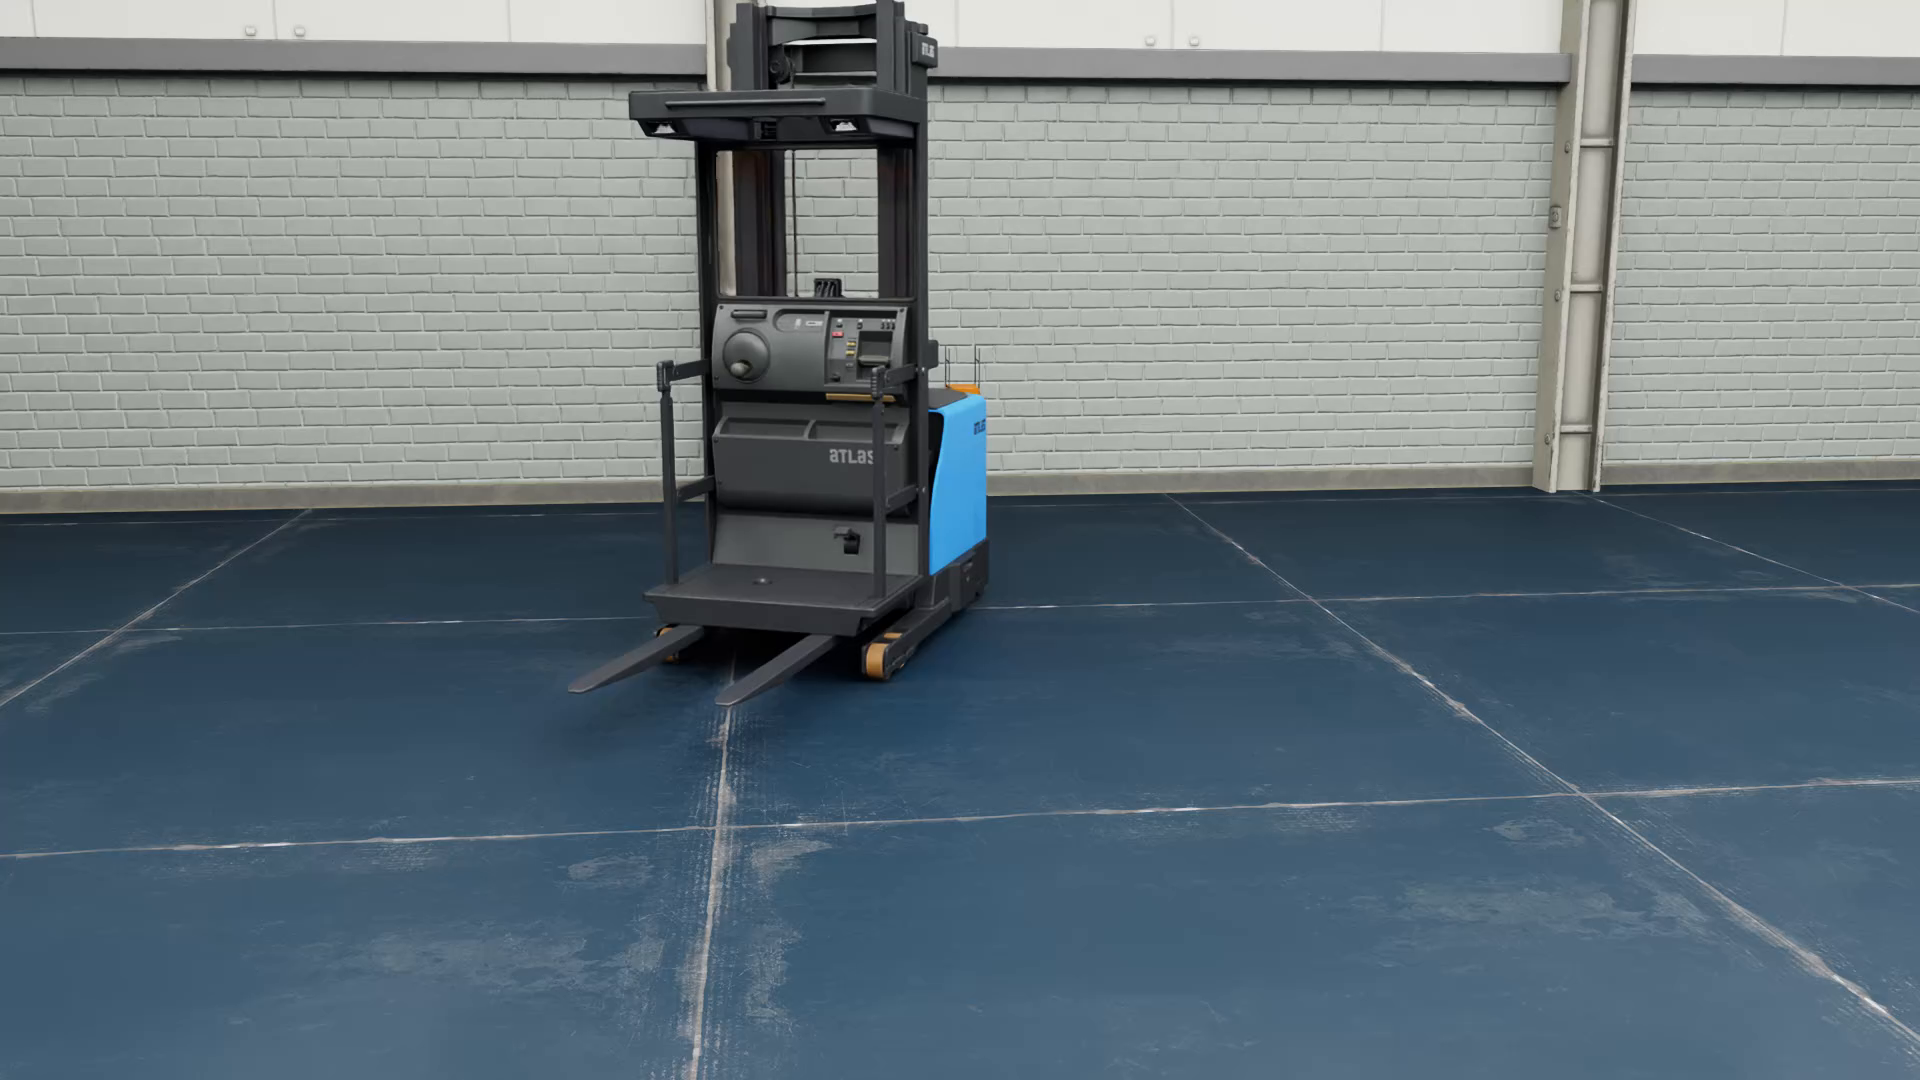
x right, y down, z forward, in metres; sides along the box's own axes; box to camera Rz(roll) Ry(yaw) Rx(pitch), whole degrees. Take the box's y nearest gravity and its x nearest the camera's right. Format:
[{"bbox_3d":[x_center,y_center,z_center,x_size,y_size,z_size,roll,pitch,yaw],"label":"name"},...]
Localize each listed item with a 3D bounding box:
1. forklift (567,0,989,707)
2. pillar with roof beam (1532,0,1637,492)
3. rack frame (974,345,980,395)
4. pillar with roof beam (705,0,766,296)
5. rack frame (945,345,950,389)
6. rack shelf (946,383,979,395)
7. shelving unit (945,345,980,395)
[{"bbox_3d":[-0.748,-0.910,7.398,1.130,2.935,3.031,3,12,16],"label":"forklift"},{"bbox_3d":[4.944,-3.972,7.242,0.400,9.000,9.100,-1,11,-6],"label":"pillar with roof beam"},{"bbox_3d":[0.105,-0.591,10.264,0.006,1.200,0.240,-1,11,-6],"label":"rack frame"},{"bbox_3d":[-1.021,-3.847,6.606,0.400,9.000,9.100,-1,11,-6],"label":"pillar with roof beam"},{"bbox_3d":[-0.077,-0.587,10.244,0.006,1.200,0.240,-1,11,-6],"label":"rack frame"},{"bbox_3d":[0.014,-0.899,10.193,0.180,0.103,0.258,-1,11,-6],"label":"rack shelf"},{"bbox_3d":[0.014,-0.589,10.254,0.189,1.200,0.258,-1,11,-6],"label":"shelving unit"}]
